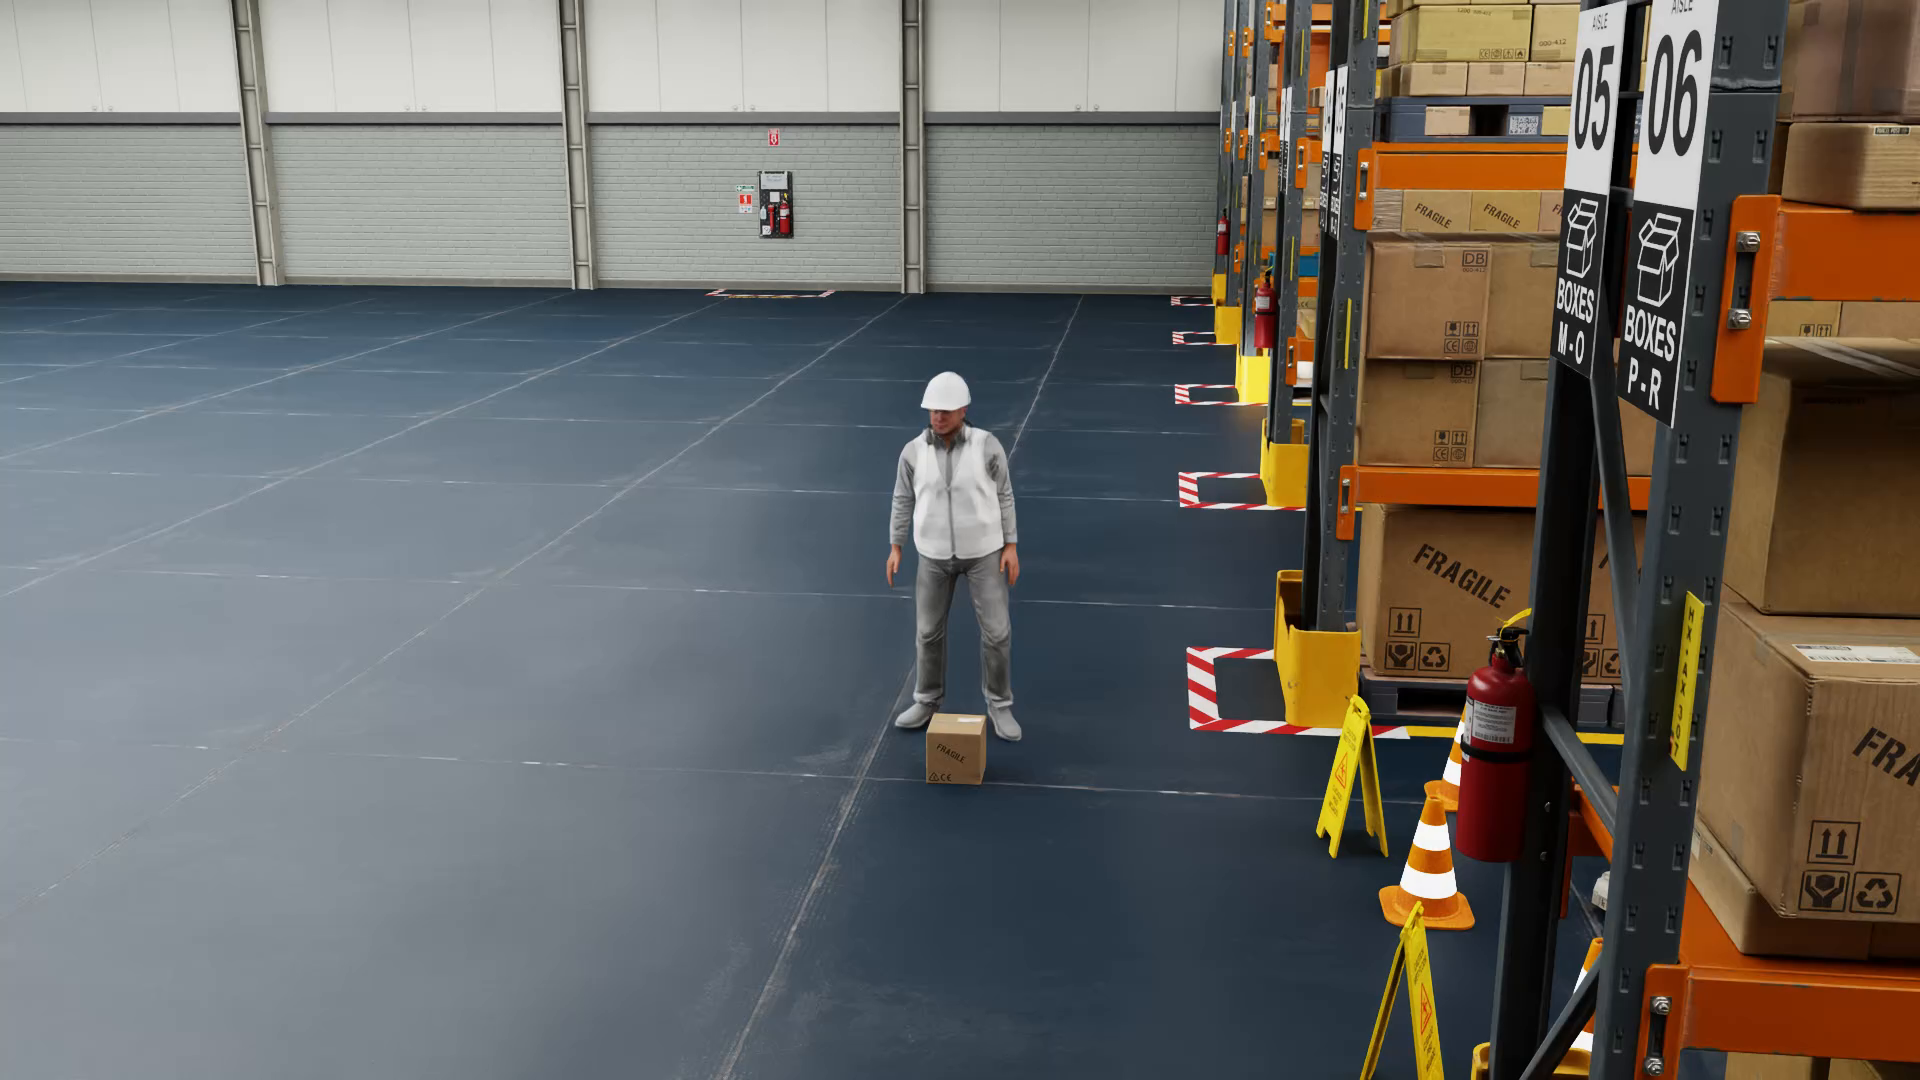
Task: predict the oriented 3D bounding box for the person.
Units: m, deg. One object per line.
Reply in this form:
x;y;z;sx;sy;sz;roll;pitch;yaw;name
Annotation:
-0.020;0.075;8.113;0.686;1.800;0.374;2;14;9;person
